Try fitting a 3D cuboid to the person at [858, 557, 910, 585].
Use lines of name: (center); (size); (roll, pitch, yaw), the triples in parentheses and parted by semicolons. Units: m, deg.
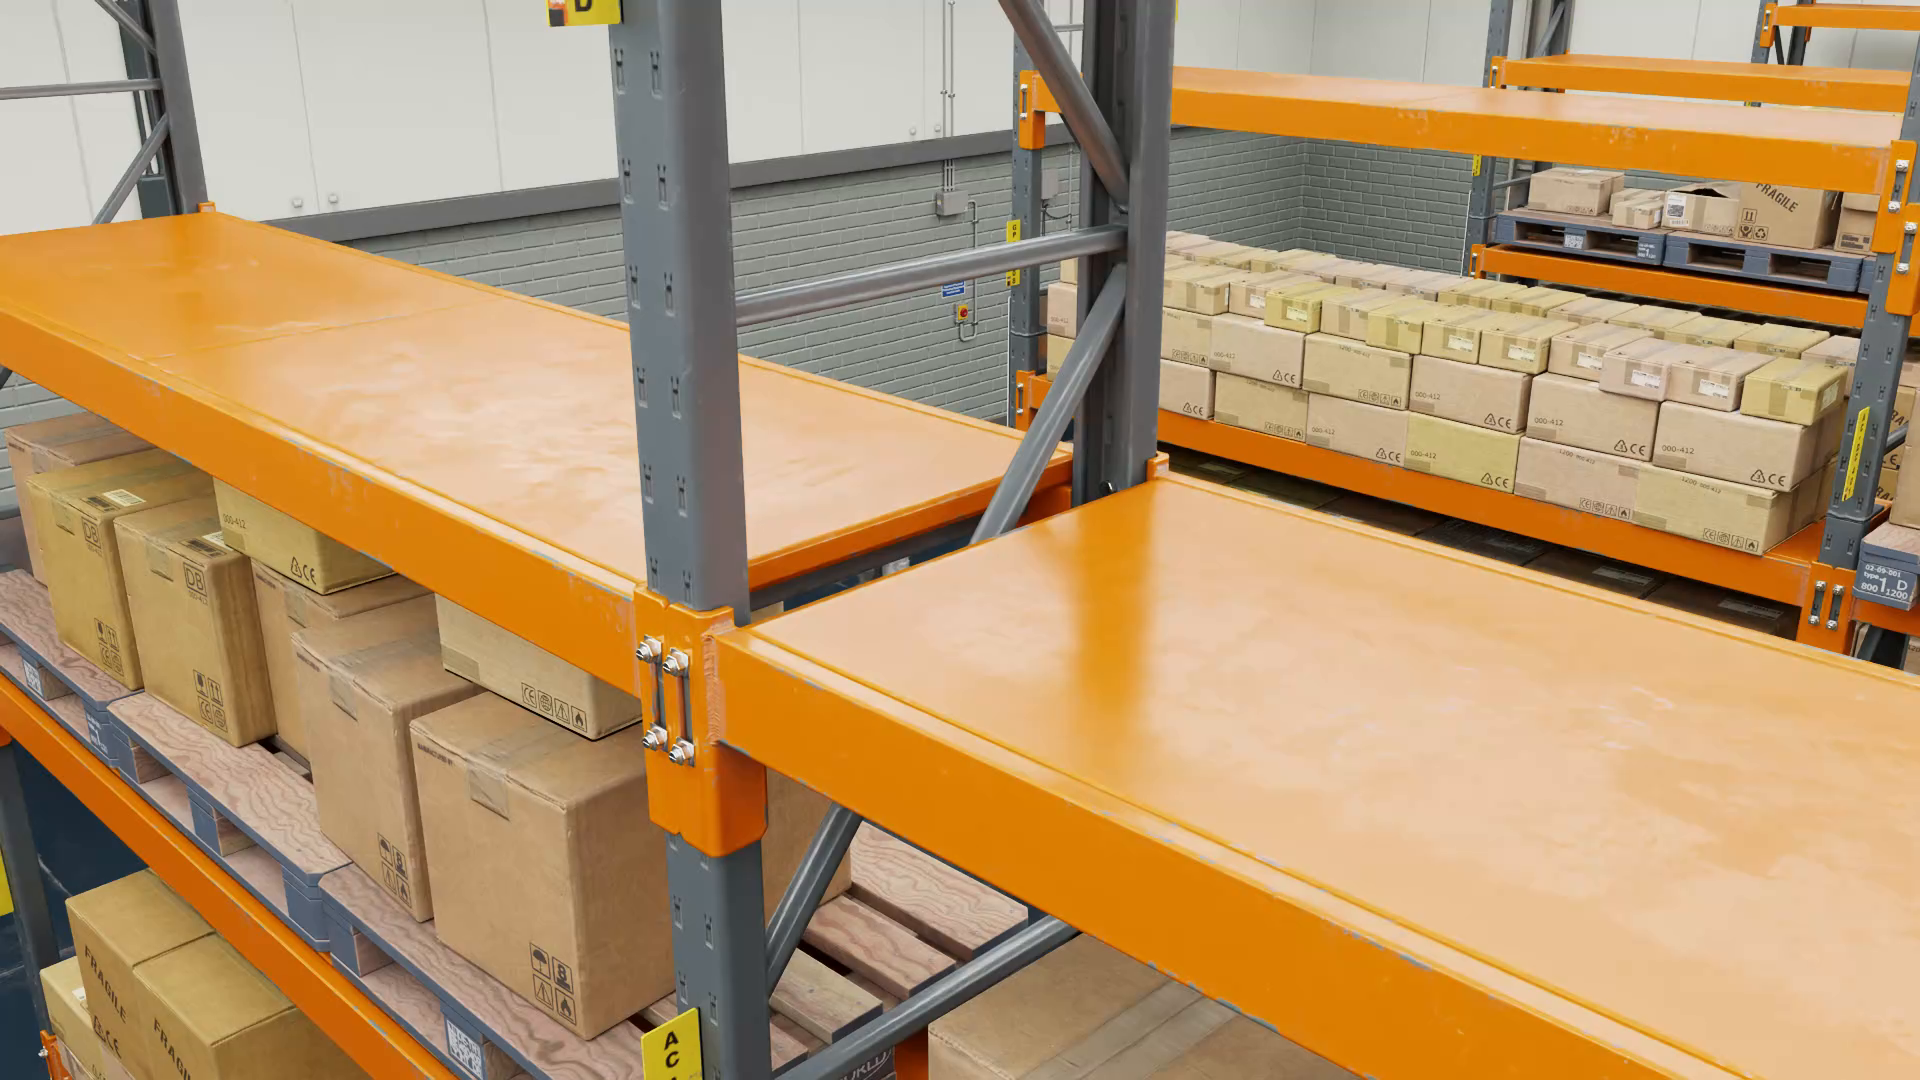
person: (-0.593, 0.027, 11.727); (0.490, 1.782, 0.578); (19, 27, 41)
